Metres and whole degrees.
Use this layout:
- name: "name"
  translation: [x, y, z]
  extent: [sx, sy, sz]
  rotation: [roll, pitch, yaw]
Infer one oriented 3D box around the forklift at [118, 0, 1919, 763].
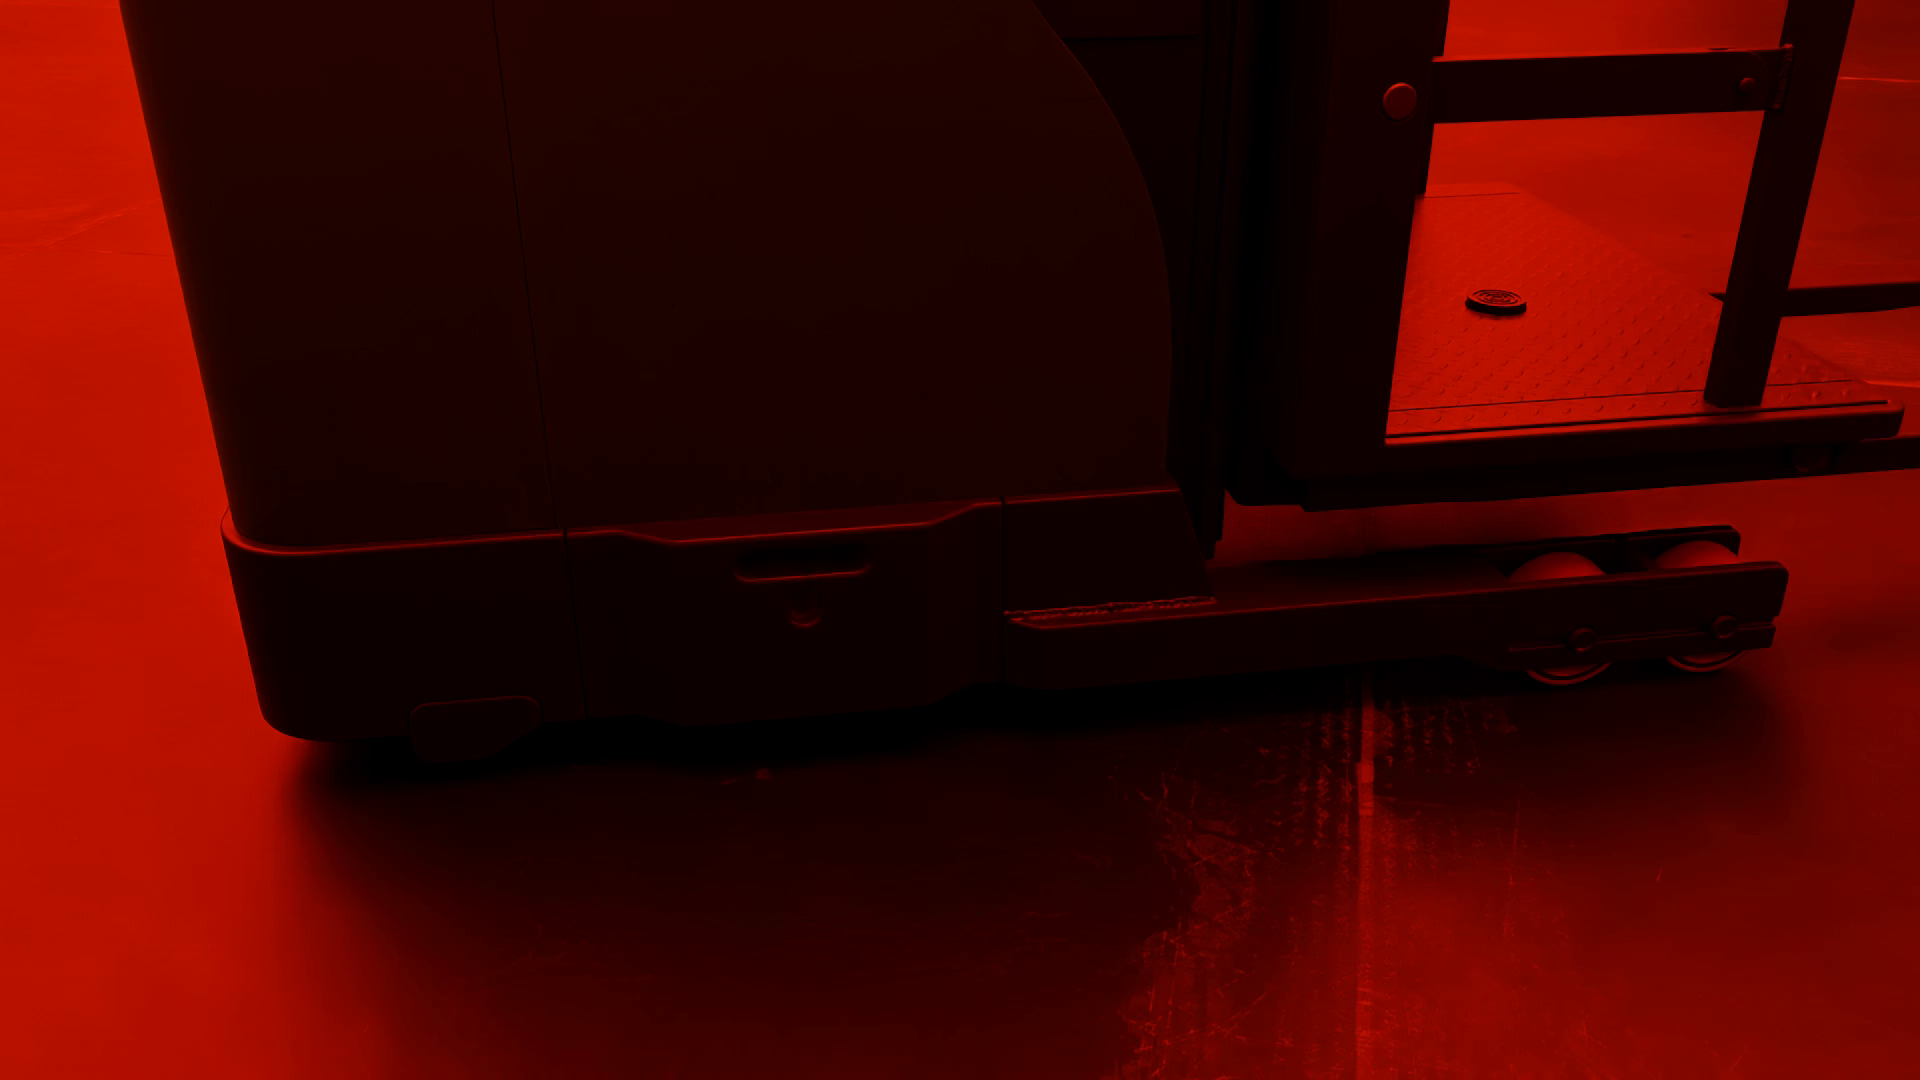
- name: "forklift"
  translation: [0.600, -1.354, 1.930]
  extent: [3.031, 2.935, 1.130]
  rotation: [-4, 27, -9]
